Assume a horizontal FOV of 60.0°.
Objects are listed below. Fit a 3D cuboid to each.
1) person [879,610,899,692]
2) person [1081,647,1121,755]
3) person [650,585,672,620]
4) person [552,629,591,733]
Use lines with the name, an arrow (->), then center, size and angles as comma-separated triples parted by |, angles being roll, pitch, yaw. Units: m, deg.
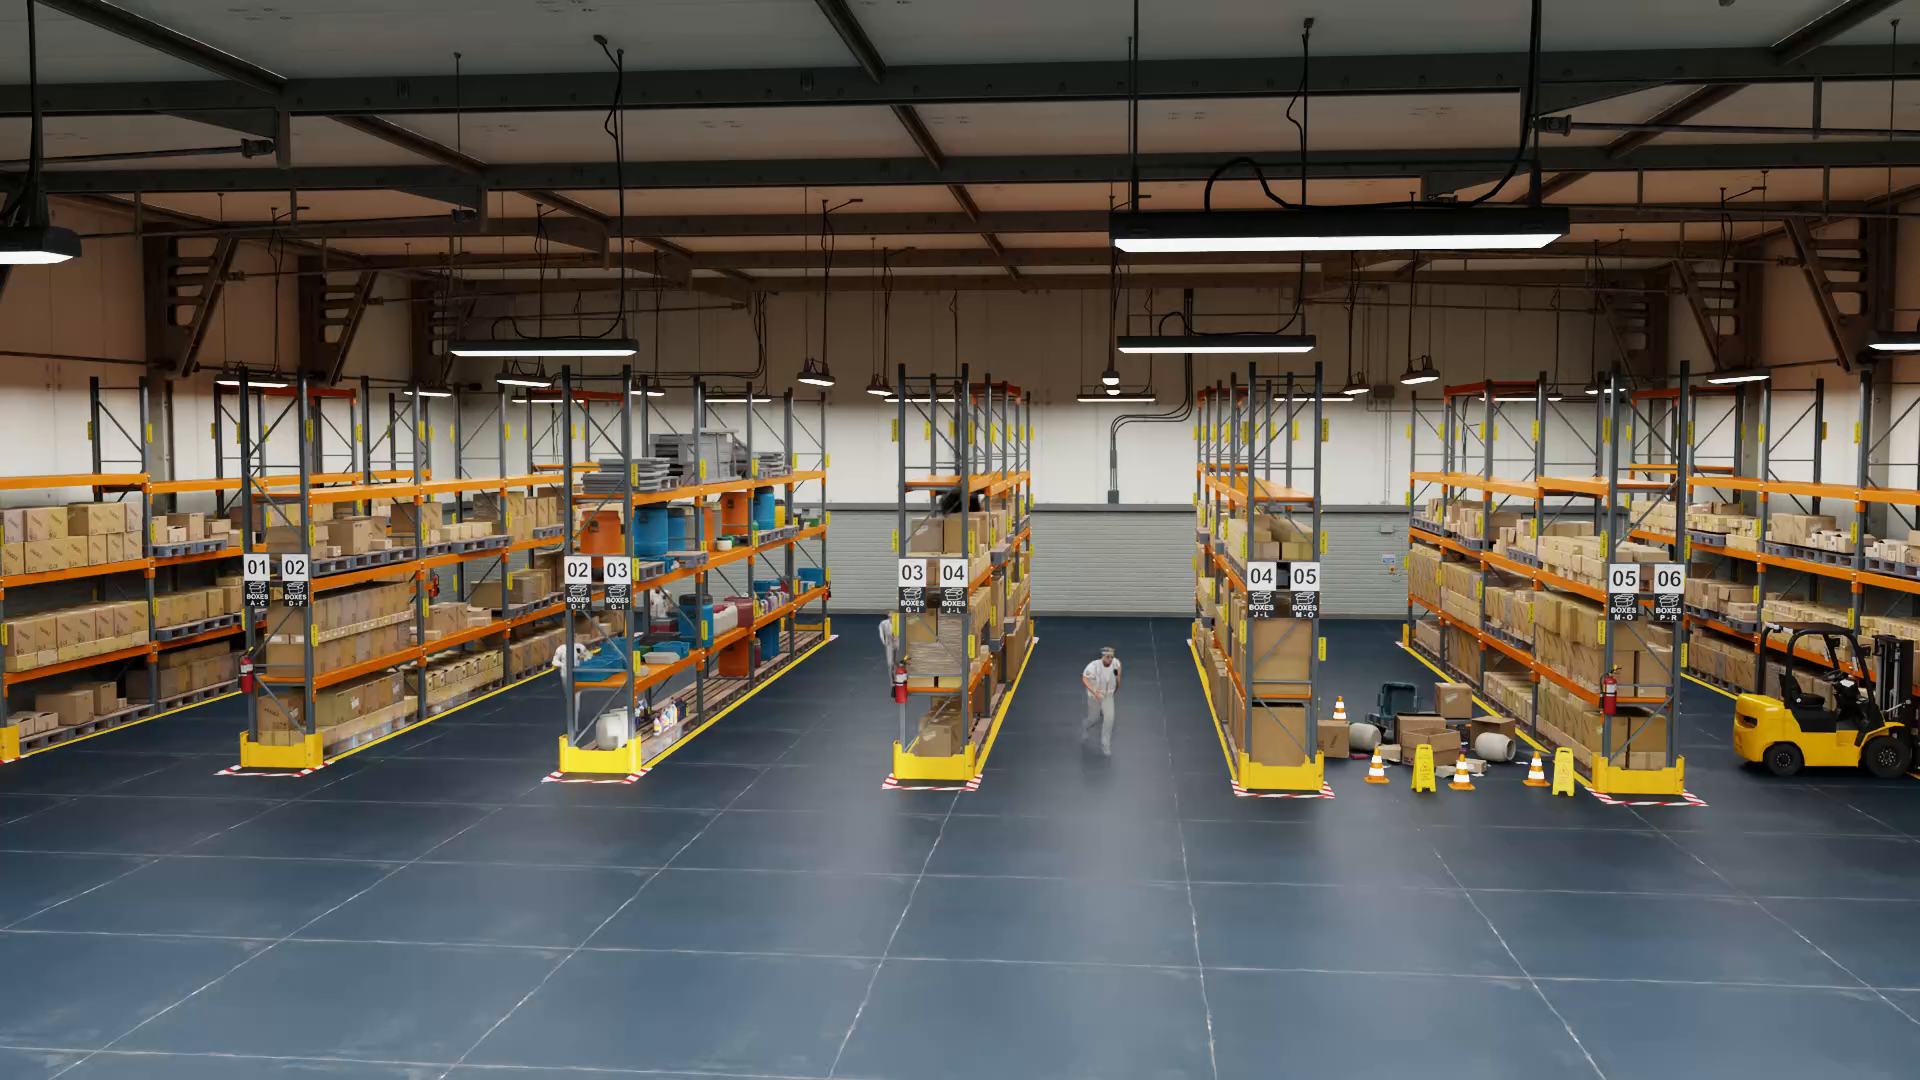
person -> -1.255, 2.141, 32.559 | 0.654, 1.628, 0.967 | 1, 4, 14
person -> 2.193, 2.500, 26.314 | 0.693, 1.720, 1.009 | -1, 4, -22
person -> -6.914, 1.756, 38.124 | 0.598, 1.689, 0.923 | 0, 4, 0
person -> -6.574, 2.346, 28.134 | 0.598, 1.743, 0.780 | 0, 4, -2
